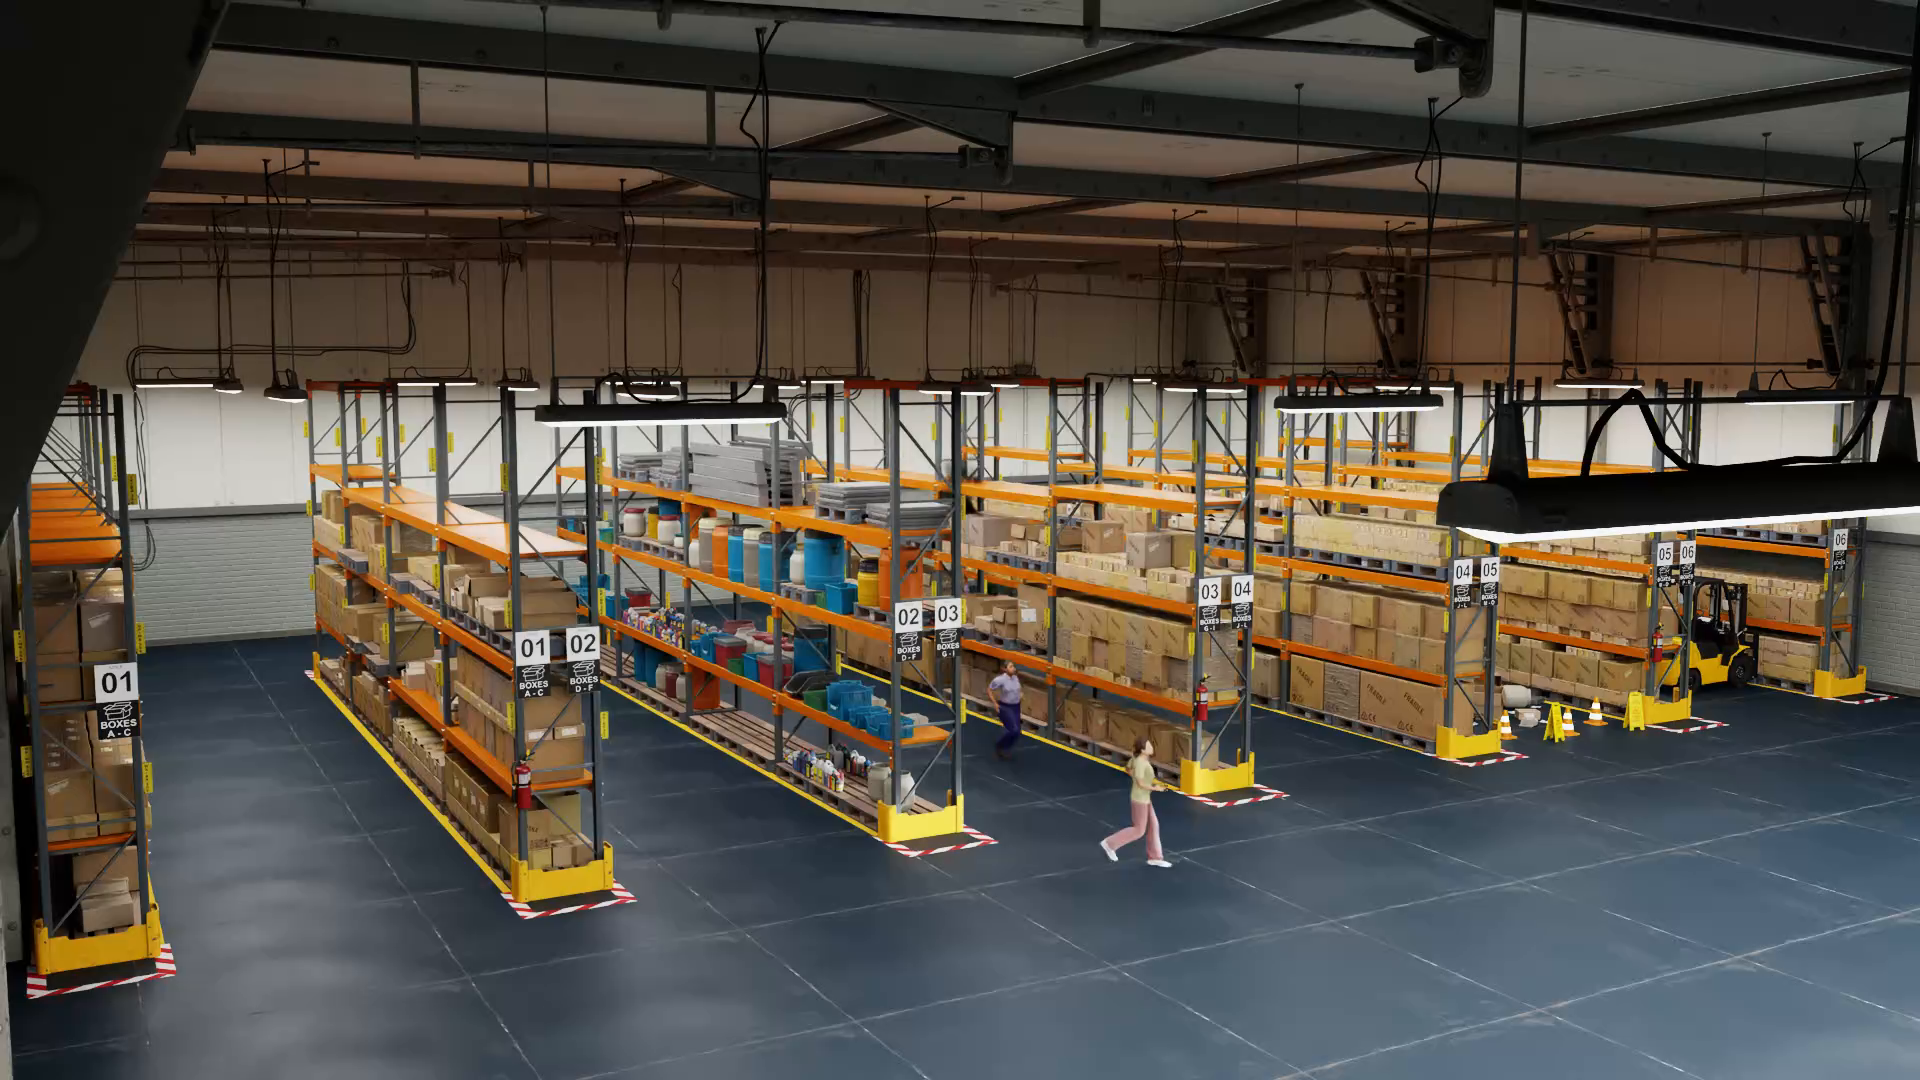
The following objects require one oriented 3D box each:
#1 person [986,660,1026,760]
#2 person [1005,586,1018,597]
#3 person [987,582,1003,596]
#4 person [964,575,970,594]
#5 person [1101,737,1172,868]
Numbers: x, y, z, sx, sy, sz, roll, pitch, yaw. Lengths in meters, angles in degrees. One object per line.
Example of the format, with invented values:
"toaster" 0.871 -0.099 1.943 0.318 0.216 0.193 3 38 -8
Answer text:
"person" 0.809 2.717 26.451 0.592 1.609 0.571 -6 9 -45
"person" 1.461 0.867 42.953 1.058 1.741 0.710 -3 7 -28
"person" 0.766 0.987 42.198 0.717 1.722 0.712 2 6 19
"person" 0.020 1.511 38.144 0.487 1.524 0.611 -4 7 -31
"person" 2.226 3.302 20.897 0.891 1.656 0.588 0 6 3
